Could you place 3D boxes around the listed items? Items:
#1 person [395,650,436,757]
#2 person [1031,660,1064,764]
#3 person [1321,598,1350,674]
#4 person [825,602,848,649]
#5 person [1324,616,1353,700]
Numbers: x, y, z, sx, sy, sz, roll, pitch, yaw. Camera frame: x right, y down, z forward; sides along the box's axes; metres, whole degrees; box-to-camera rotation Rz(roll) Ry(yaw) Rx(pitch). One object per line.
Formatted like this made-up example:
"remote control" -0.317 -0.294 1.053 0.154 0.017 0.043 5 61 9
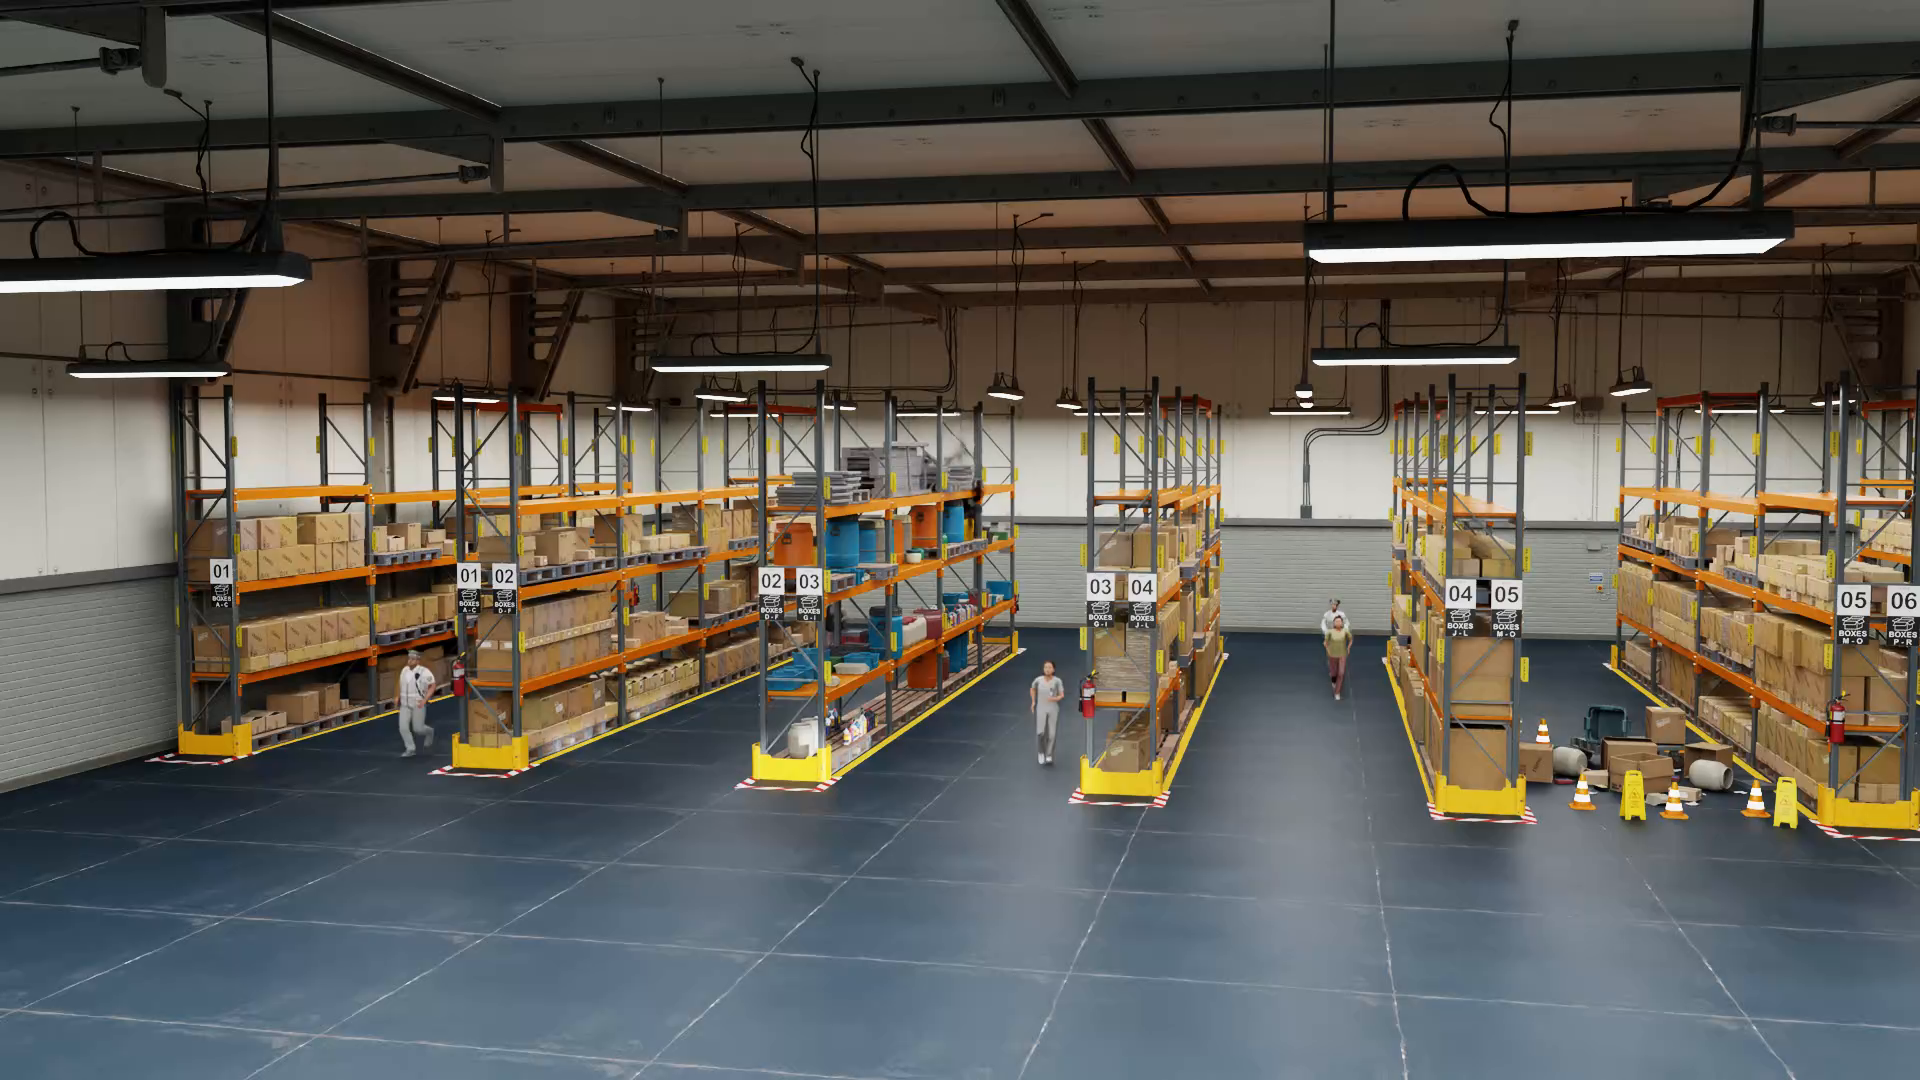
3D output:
"person" -8.825 2.621 26.938 0.699 1.720 0.661 1 3 12
"person" 1.365 2.703 26.089 0.546 1.639 0.643 0 3 6
"person" 8.317 2.122 36.841 0.618 1.680 0.609 1 3 20
"person" -2.831 2.065 37.023 0.668 1.720 0.947 0 3 2
"person" 7.550 2.339 33.189 0.579 1.647 0.791 1 3 11
